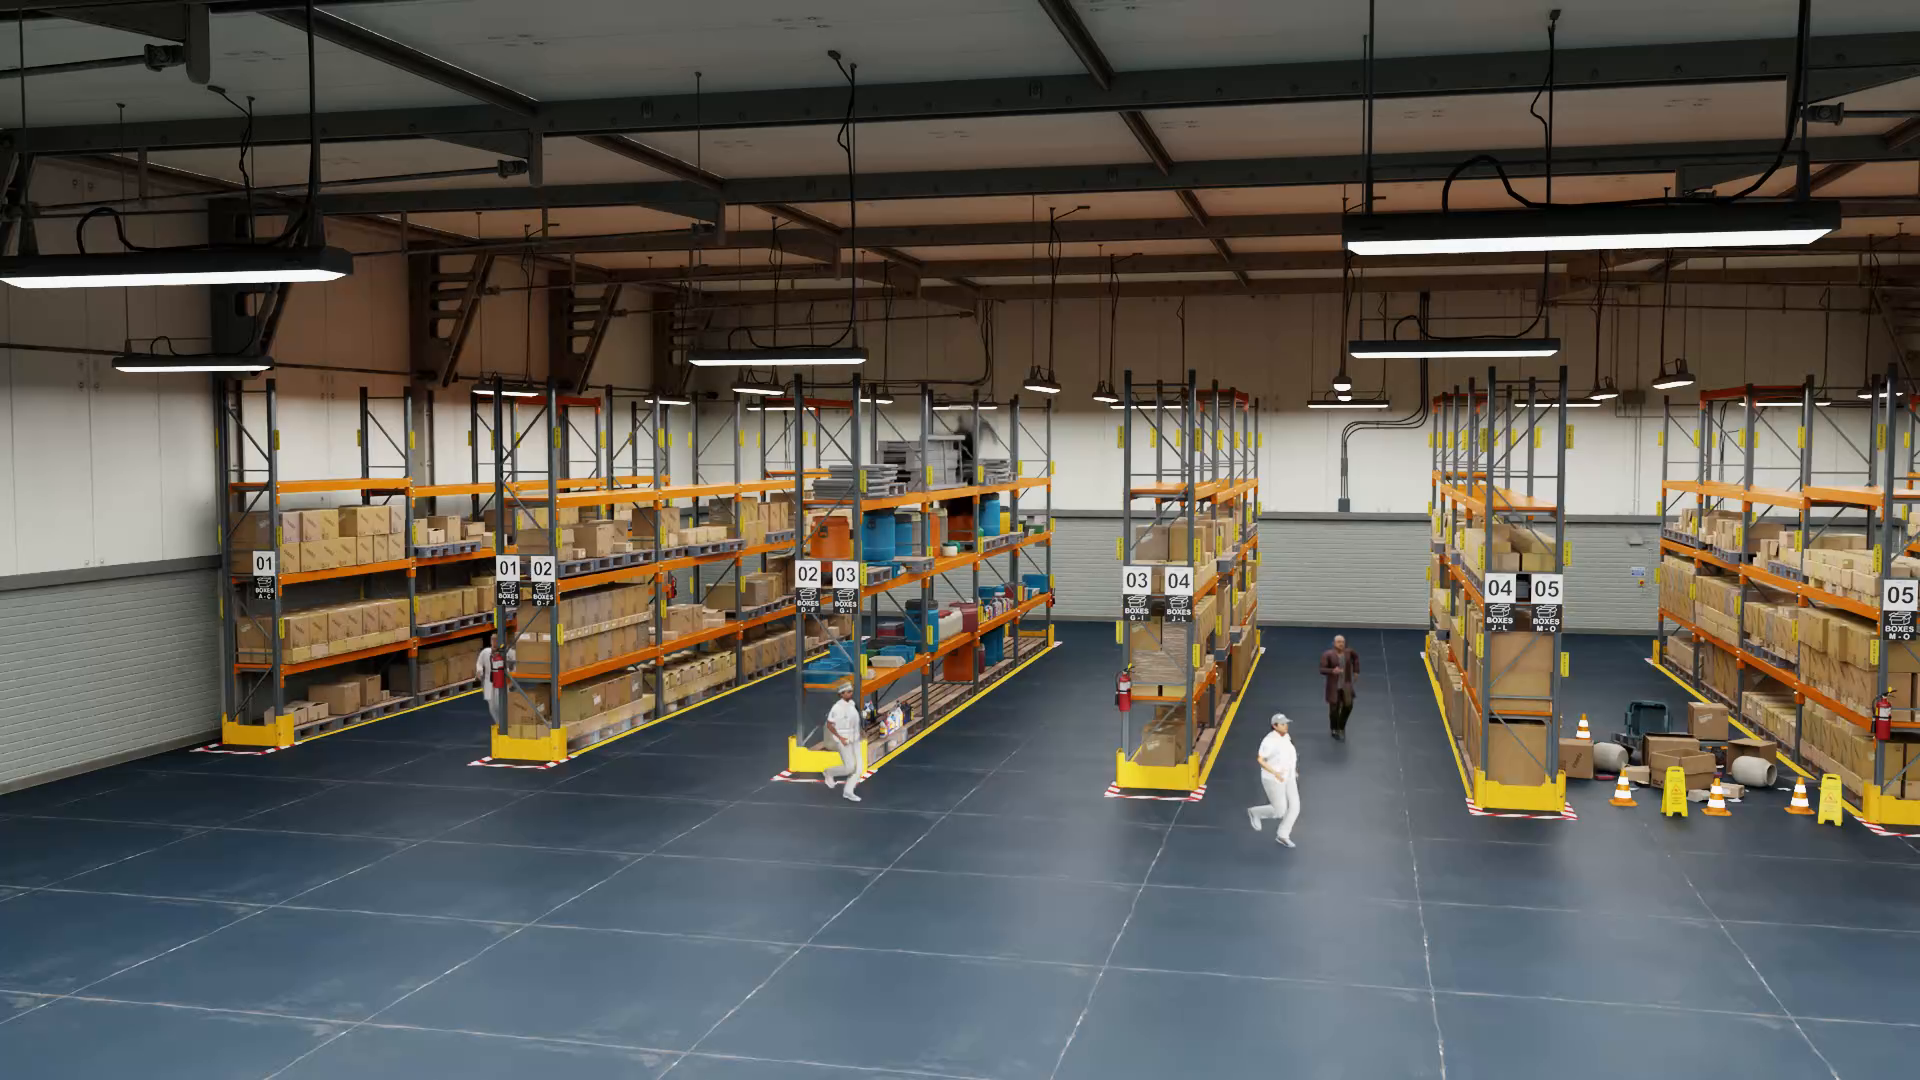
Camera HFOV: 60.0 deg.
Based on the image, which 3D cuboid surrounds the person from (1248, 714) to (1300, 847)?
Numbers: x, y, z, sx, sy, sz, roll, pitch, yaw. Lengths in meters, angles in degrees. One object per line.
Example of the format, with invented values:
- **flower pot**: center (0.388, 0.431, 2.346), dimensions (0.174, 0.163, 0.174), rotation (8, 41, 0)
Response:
- **person**: center (3.920, 2.969, 20.664), dimensions (0.615, 1.650, 0.645), rotation (-3, 5, -41)

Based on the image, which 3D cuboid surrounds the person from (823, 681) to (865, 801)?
- **person**: center (-1.601, 2.796, 23.212), dimensions (0.516, 1.663, 0.584), rotation (2, 4, 33)

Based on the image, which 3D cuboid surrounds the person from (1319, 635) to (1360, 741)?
- **person**: center (6.327, 2.455, 27.685), dimensions (0.753, 1.766, 0.882), rotation (0, 3, -2)

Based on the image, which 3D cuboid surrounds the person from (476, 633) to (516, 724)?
- **person**: center (-7.829, 2.444, 28.009), dimensions (0.717, 1.746, 0.654), rotation (0, 3, 8)
